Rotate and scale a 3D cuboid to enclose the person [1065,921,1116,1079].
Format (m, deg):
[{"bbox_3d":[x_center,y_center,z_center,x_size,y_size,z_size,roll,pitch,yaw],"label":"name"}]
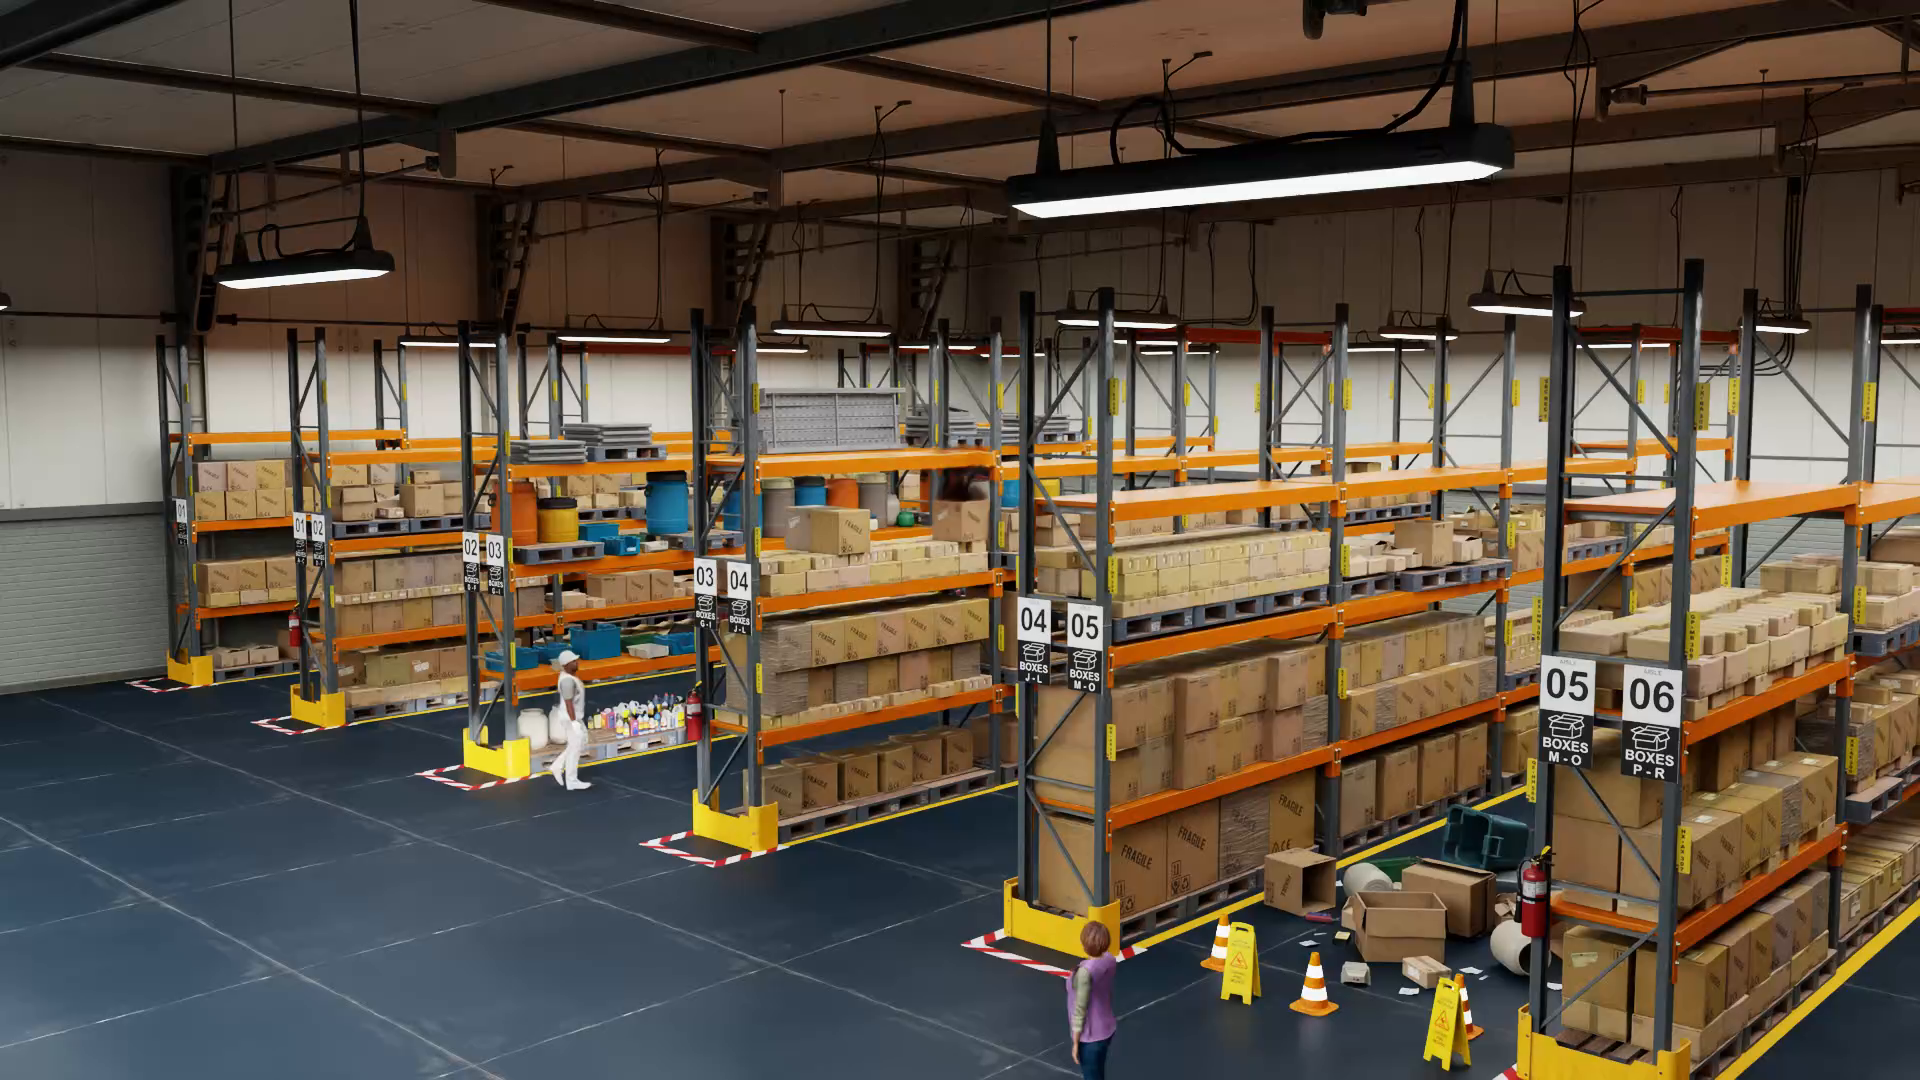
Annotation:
[{"bbox_3d":[0.900,3.331,11.150,0.360,1.621,0.497,2,6,19],"label":"person"}]

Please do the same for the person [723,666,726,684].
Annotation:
[{"bbox_3d":[-3.527,1.875,26.366,0.409,1.704,0.502,-2,6,-23],"label":"person"}]

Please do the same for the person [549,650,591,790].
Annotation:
[{"bbox_3d":[-4.980,2.282,21.167,0.523,1.776,0.606,-1,6,-14],"label":"person"}]
